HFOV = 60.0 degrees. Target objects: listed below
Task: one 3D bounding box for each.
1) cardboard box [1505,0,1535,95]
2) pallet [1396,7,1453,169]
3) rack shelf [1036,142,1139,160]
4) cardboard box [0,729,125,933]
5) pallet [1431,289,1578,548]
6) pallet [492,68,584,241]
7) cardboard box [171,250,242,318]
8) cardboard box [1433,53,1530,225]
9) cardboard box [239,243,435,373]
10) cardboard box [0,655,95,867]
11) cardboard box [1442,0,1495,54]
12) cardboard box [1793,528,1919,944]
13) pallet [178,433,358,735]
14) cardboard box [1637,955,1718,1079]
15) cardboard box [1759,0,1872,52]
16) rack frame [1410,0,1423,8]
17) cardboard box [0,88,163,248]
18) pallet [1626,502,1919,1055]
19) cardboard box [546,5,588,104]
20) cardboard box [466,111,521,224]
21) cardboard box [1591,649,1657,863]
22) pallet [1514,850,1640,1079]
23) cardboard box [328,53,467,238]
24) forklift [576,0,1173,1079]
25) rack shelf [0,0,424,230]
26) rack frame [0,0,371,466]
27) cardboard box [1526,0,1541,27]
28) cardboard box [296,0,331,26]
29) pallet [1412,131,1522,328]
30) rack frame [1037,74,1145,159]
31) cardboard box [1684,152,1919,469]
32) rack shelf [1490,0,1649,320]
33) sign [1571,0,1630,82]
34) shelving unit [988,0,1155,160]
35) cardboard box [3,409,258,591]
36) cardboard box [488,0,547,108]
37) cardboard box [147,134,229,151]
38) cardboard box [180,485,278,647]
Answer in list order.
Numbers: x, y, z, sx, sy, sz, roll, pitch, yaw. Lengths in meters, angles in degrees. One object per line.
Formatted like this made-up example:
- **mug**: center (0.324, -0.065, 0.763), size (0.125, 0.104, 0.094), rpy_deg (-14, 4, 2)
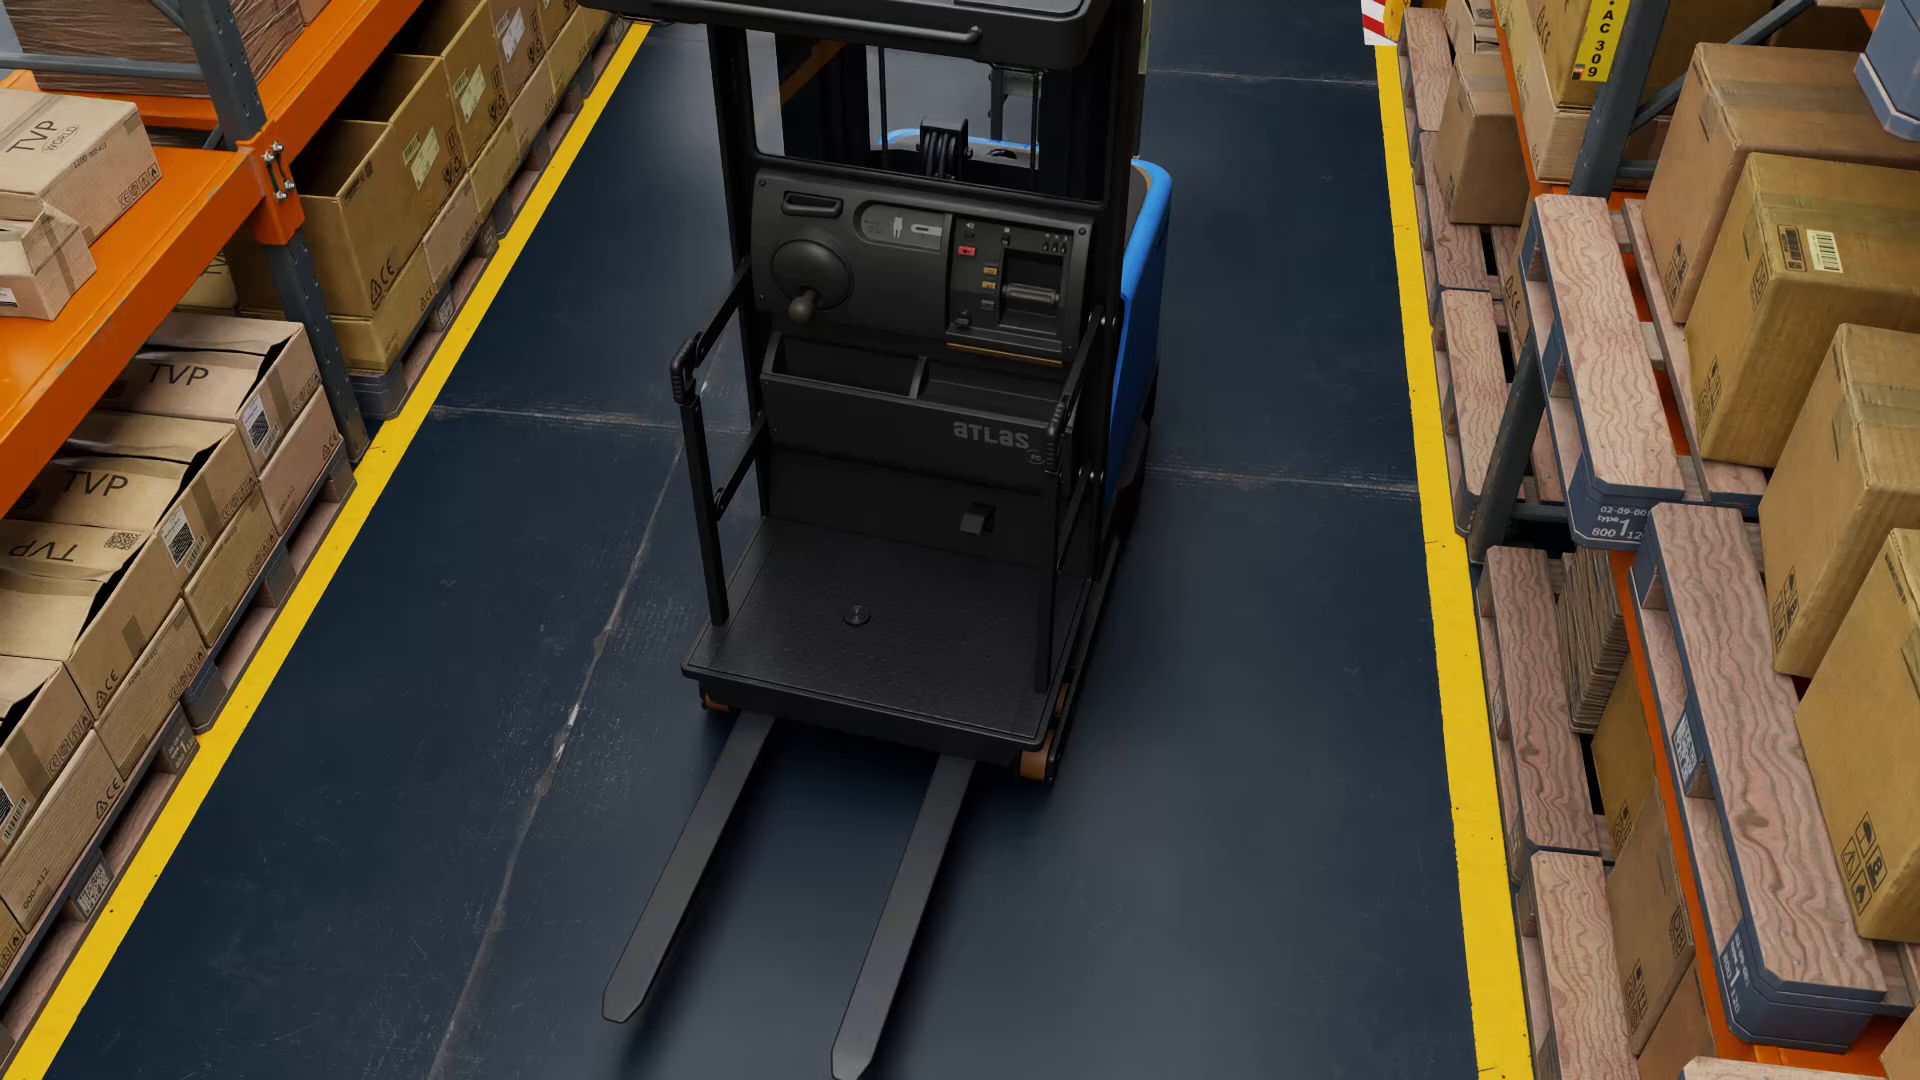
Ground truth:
- **cardboard box**: center (2.074, -1.642, 5.397), size (0.500, 0.250, 0.500), rpy_deg (5, 44, 6)
- **pallet**: center (2.614, -2.111, 7.826), size (1.003, 0.211, 1.213), rpy_deg (5, 44, 6)
- **rack shelf**: center (0.400, -1.155, 6.353), size (0.431, 0.370, 0.720), rpy_deg (11, 45, 11)
- **cardboard box**: center (-2.645, 0.748, 4.473), size (0.500, 0.250, 0.500), rpy_deg (6, 44, 6)
- **pallet**: center (2.292, -0.448, 6.070), size (1.003, 0.211, 1.213), rpy_deg (5, 44, 6)
- **pallet**: center (-2.367, -1.807, 7.505), size (1.003, 0.211, 1.213), rpy_deg (5, 44, 6)
- **cardboard box**: center (-2.828, -0.937, 6.253), size (0.500, 0.250, 0.500), rpy_deg (5, 44, 6)
- **cardboard box**: center (2.364, -1.630, 6.788), size (0.700, 0.500, 0.500), rpy_deg (3, 44, 3)
- **cardboard box**: center (-2.311, -0.890, 6.203), size (0.500, 0.250, 0.500), rpy_deg (5, 44, 6)
- **cardboard box**: center (-2.643, 0.534, 4.291), size (0.500, 0.311, 0.500), rpy_deg (5, 44, 5)
- **cardboard box**: center (2.586, -2.446, 7.787), size (0.500, 0.311, 0.500), rpy_deg (1, 43, 1)
- **cardboard box**: center (1.904, 0.358, 2.798), size (0.700, 0.500, 0.500), rpy_deg (5, 44, 6)
- **pallet**: center (-2.731, 0.071, 5.522), size (1.003, 0.211, 1.213), rpy_deg (5, 44, 6)
- **cardboard box**: center (1.974, 1.297, 3.696), size (0.700, 0.500, 0.500), rpy_deg (5, 44, 5)
- **cardboard box**: center (2.507, -1.526, 4.729), size (0.500, 0.500, 0.500), rpy_deg (4, 44, 5)
- **rack frame**: center (2.767, -3.726, 7.503), size (1.000, 3.000, 0.127), rpy_deg (5, 44, 6)
- **cardboard box**: center (-2.694, -1.053, 4.790), size (0.500, 0.250, 0.500), rpy_deg (8, 44, 8)
- **pallet**: center (1.930, 0.443, 3.240), size (1.003, 0.211, 1.213), rpy_deg (5, 44, 6)
- **cardboard box**: center (-2.040, -2.252, 7.642), size (0.500, 0.250, 0.500), rpy_deg (5, 44, 6)
- **cardboard box**: center (-2.168, -1.570, 6.921), size (0.500, 0.250, 0.500), rpy_deg (5, 44, 6)
- **cardboard box**: center (2.139, 0.608, 4.424), size (0.700, 0.500, 0.500), rpy_deg (4, 44, 5)
- **pallet**: center (1.978, 1.377, 4.142), size (1.003, 0.211, 1.213), rpy_deg (5, 44, 6)
- **cardboard box**: center (-2.243, -1.503, 6.304), size (0.500, 0.500, 0.500), rpy_deg (5, 44, 6)
- **forklift**: center (-0.169, -0.648, 4.302), size (1.130, 2.935, 3.031), rpy_deg (11, 45, 11)
- **rack shelf**: center (-2.408, -2.549, 6.784), size (1.077, 0.370, 4.000), rpy_deg (5, 44, 6)
- **rack frame**: center (-2.673, -1.447, 5.097), size (1.000, 3.000, 0.127), rpy_deg (5, 44, 6)
- **cardboard box**: center (2.054, -1.916, 5.141), size (0.500, 0.500, 0.500), rpy_deg (5, 44, 5)
- **cardboard box**: center (-2.557, -2.147, 5.763), size (0.700, 0.500, 0.500), rpy_deg (5, 44, 5)
- **pallet**: center (2.451, -1.282, 6.950), size (1.003, 0.211, 1.213), rpy_deg (5, 44, 6)
- **rack frame**: center (0.499, -1.634, 6.385), size (0.400, 1.500, 0.023), rpy_deg (11, 45, 11)
- **cardboard box**: center (2.056, -0.472, 3.674), size (0.700, 0.500, 0.500), rpy_deg (9, 44, 10)
- **rack shelf**: center (2.502, -2.101, 6.311), size (1.077, 0.370, 4.000), rpy_deg (5, 44, 6)
- **sign**: center (1.699, -1.358, 4.373), size (0.100, 0.325, 0.005), rpy_deg (5, 44, 6)
- **shelving unit**: center (0.400, -1.392, 6.129), size (0.431, 1.500, 0.755), rpy_deg (11, 45, 11)
- **cardboard box**: center (-2.505, -0.148, 5.011), size (0.500, 0.311, 0.500), rpy_deg (6, 44, 7)
- **cardboard box**: center (-2.105, -2.184, 7.024), size (0.500, 0.500, 0.500), rpy_deg (5, 44, 6)
- **cardboard box**: center (-2.750, -1.549, 6.354), size (0.500, 0.500, 0.500), rpy_deg (5, 44, 6)
- **cardboard box**: center (-2.509, 0.052, 5.208), size (0.500, 0.250, 0.500), rpy_deg (5, 44, 5)
